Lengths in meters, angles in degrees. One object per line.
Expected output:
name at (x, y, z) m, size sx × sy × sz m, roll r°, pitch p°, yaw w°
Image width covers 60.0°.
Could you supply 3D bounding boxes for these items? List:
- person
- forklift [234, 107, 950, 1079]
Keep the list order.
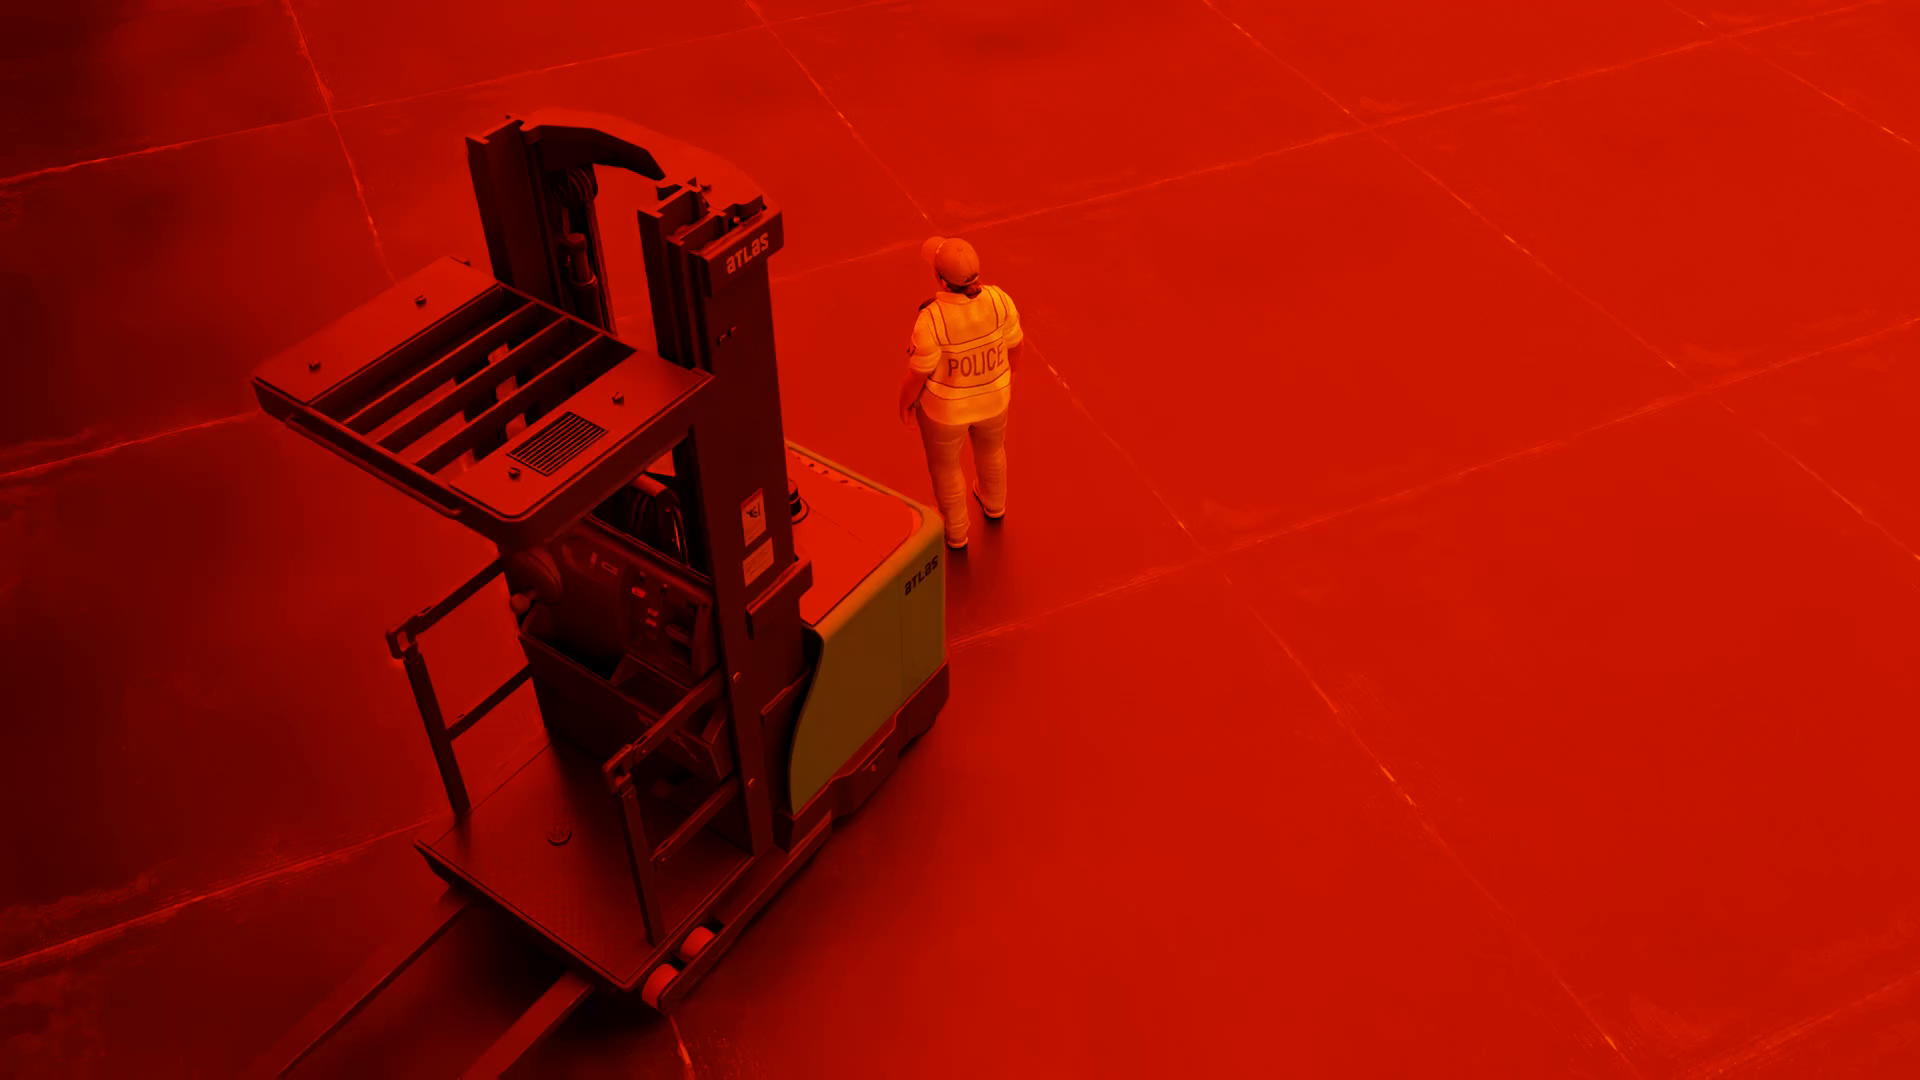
person at (-0.011, -0.669, 7.312) m, size 0.598 × 1.670 × 0.529 m, roll -18°, pitch 46°, yaw -18°
forklift at (-1.307, 0.246, 5.417) m, size 1.130 × 2.935 × 3.031 m, roll 26°, pitch 49°, yaw 25°
